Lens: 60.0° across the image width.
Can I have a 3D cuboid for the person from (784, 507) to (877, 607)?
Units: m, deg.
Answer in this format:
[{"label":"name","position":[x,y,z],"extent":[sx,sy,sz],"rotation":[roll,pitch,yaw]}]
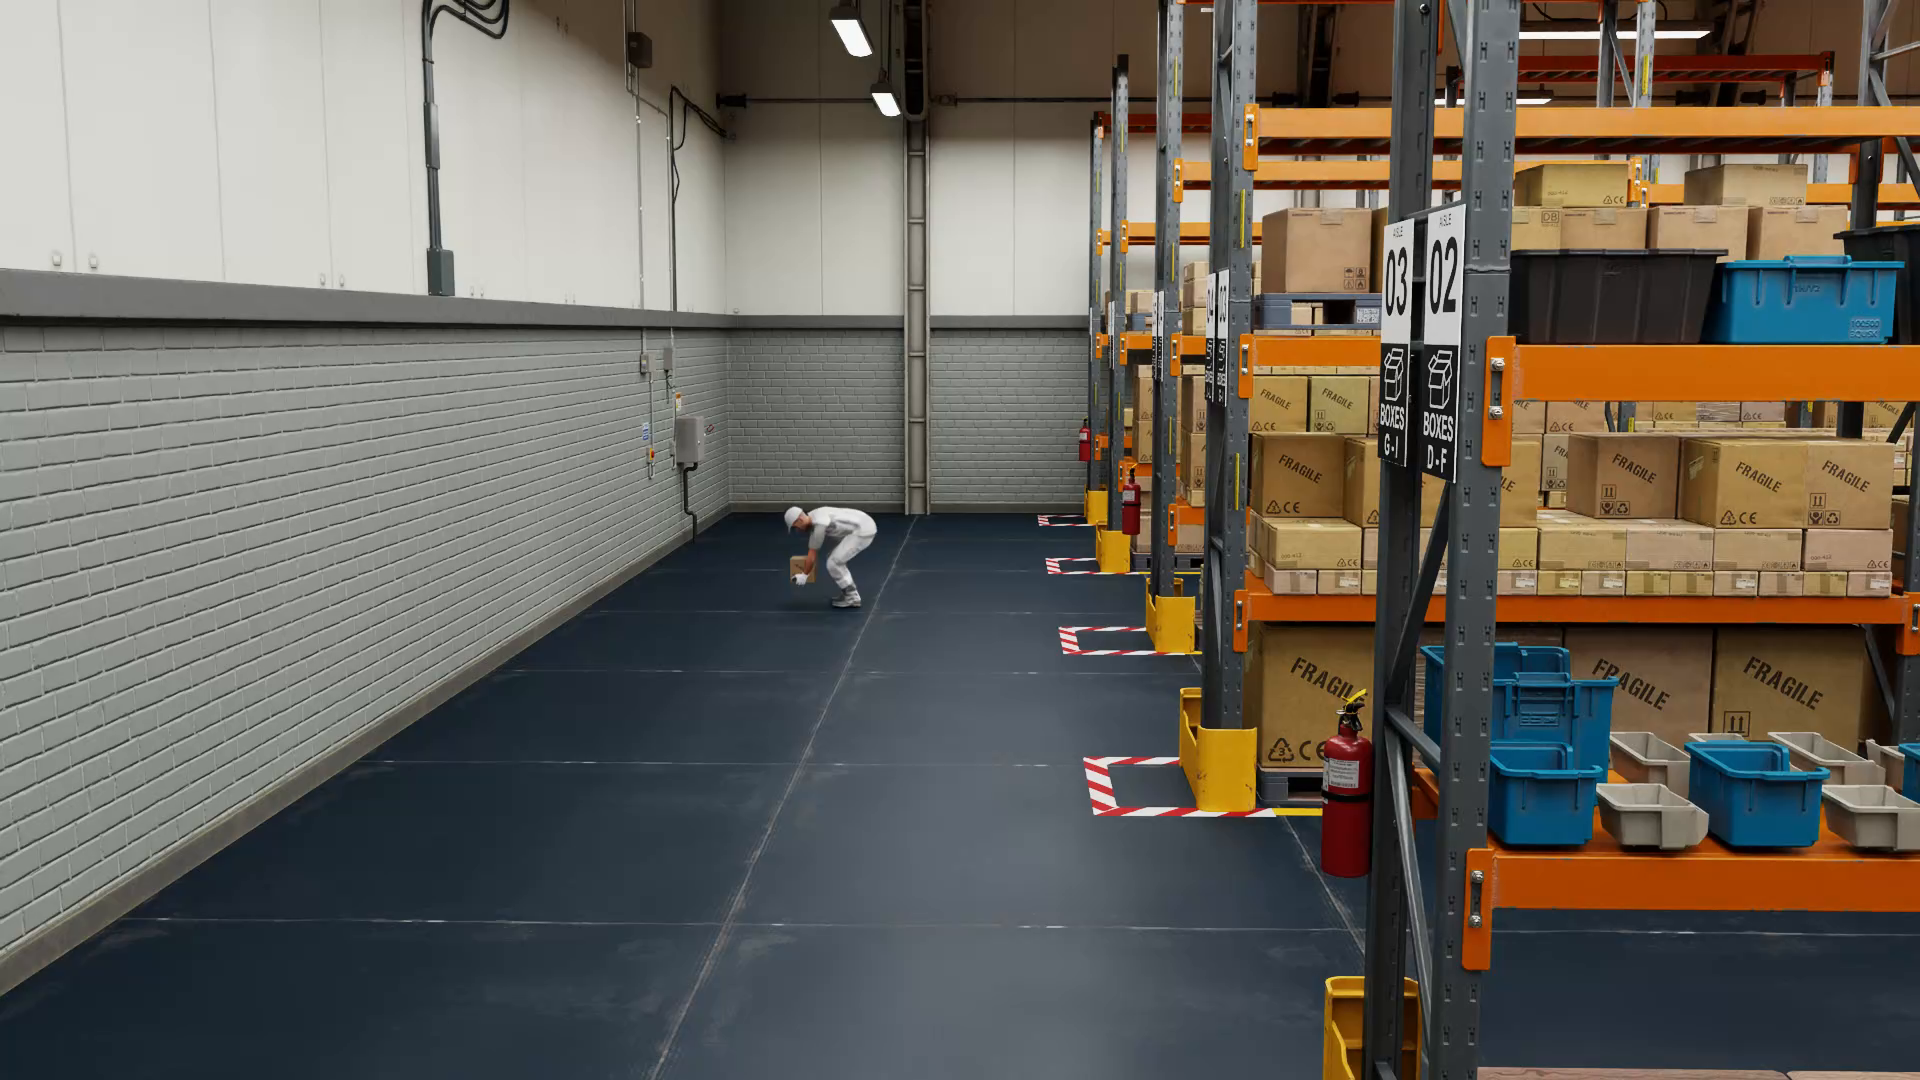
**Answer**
[{"label":"person","position":[-1.345,0.170,17.329],"extent":[0.959,1.038,0.528],"rotation":[0,7,-2]}]
